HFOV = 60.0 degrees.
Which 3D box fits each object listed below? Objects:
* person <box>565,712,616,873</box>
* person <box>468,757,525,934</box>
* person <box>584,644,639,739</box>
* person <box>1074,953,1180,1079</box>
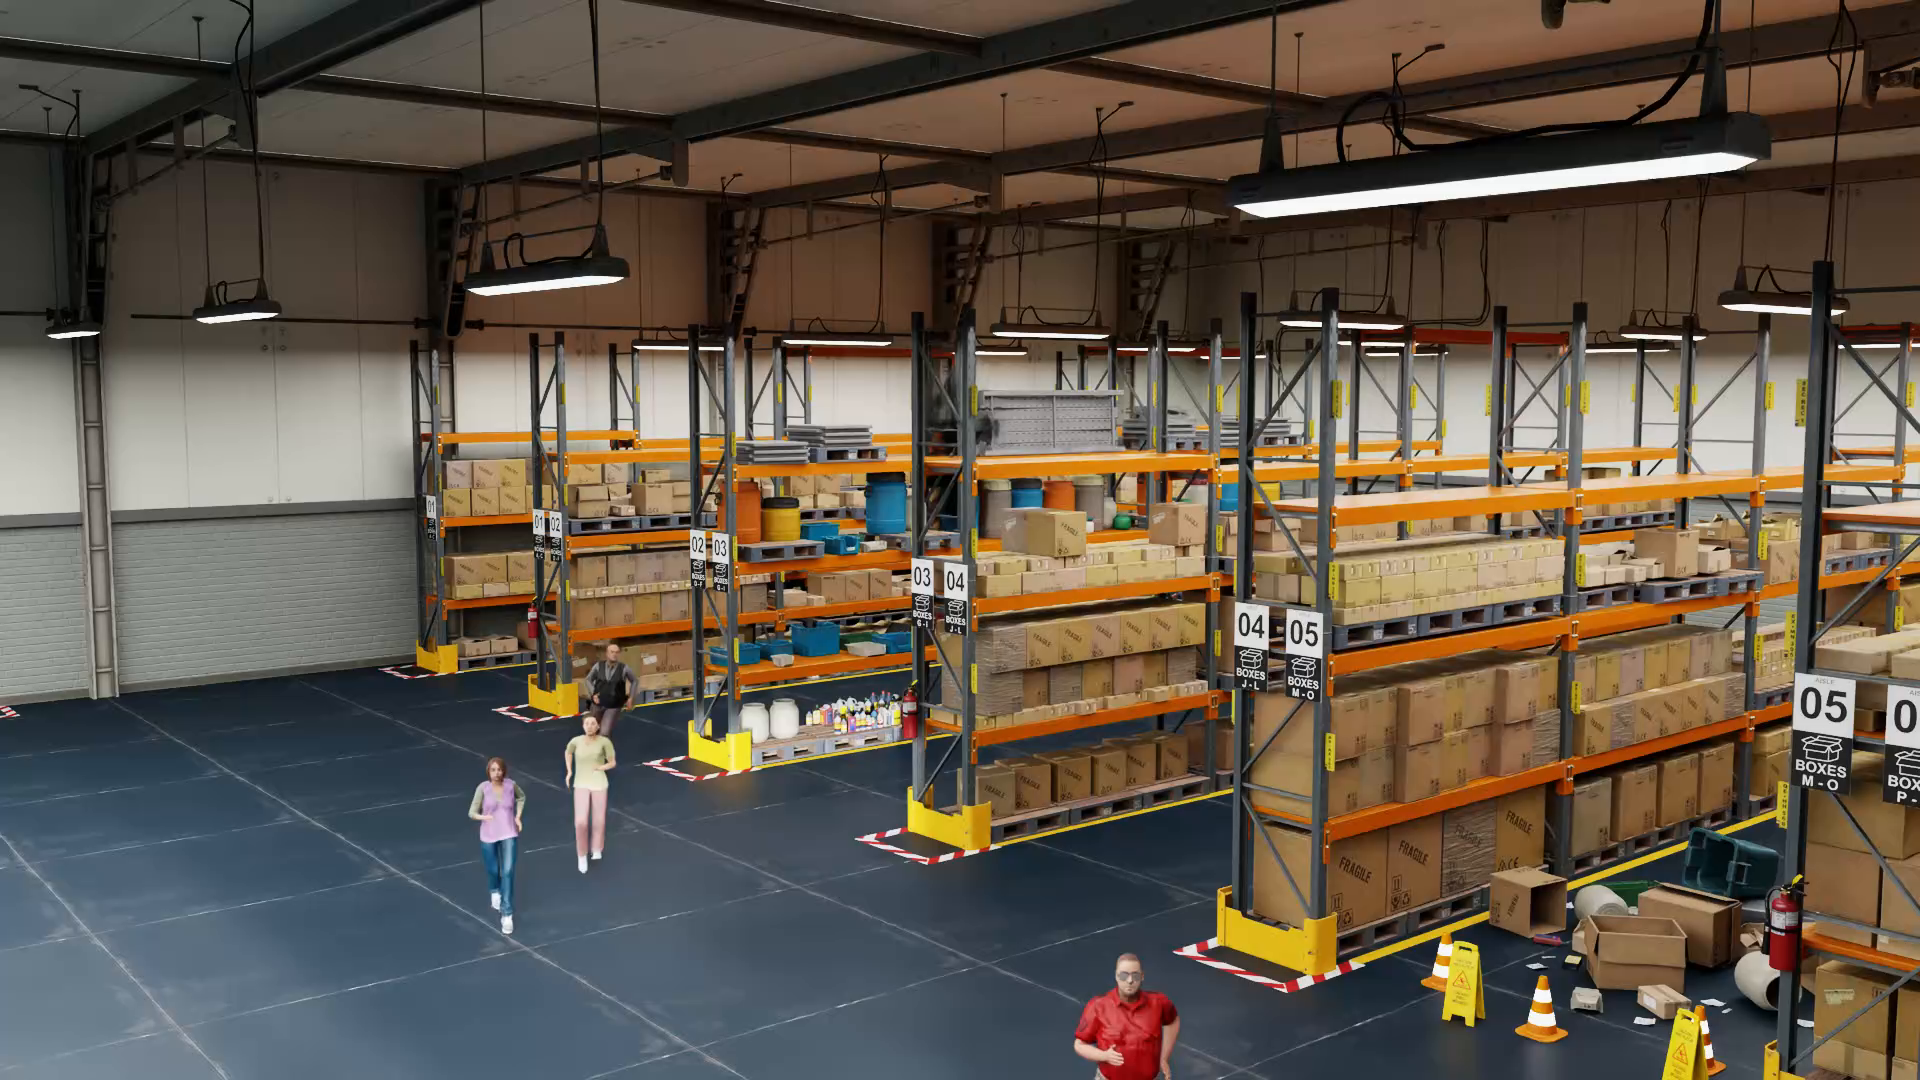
[{"bbox_3d":[-3.957,2.686,17.828,0.548,1.696,0.698,-1,5,-10],"label":"person"},{"bbox_3d":[-4.430,2.872,15.954,0.535,1.606,0.851,-2,6,-17],"label":"person"},{"bbox_3d":[-4.717,2.246,22.433,0.748,1.696,0.857,0,5,-2],"label":"person"},{"bbox_3d":[1.012,3.369,10.030,0.651,1.770,0.834,0,5,3],"label":"person"}]
